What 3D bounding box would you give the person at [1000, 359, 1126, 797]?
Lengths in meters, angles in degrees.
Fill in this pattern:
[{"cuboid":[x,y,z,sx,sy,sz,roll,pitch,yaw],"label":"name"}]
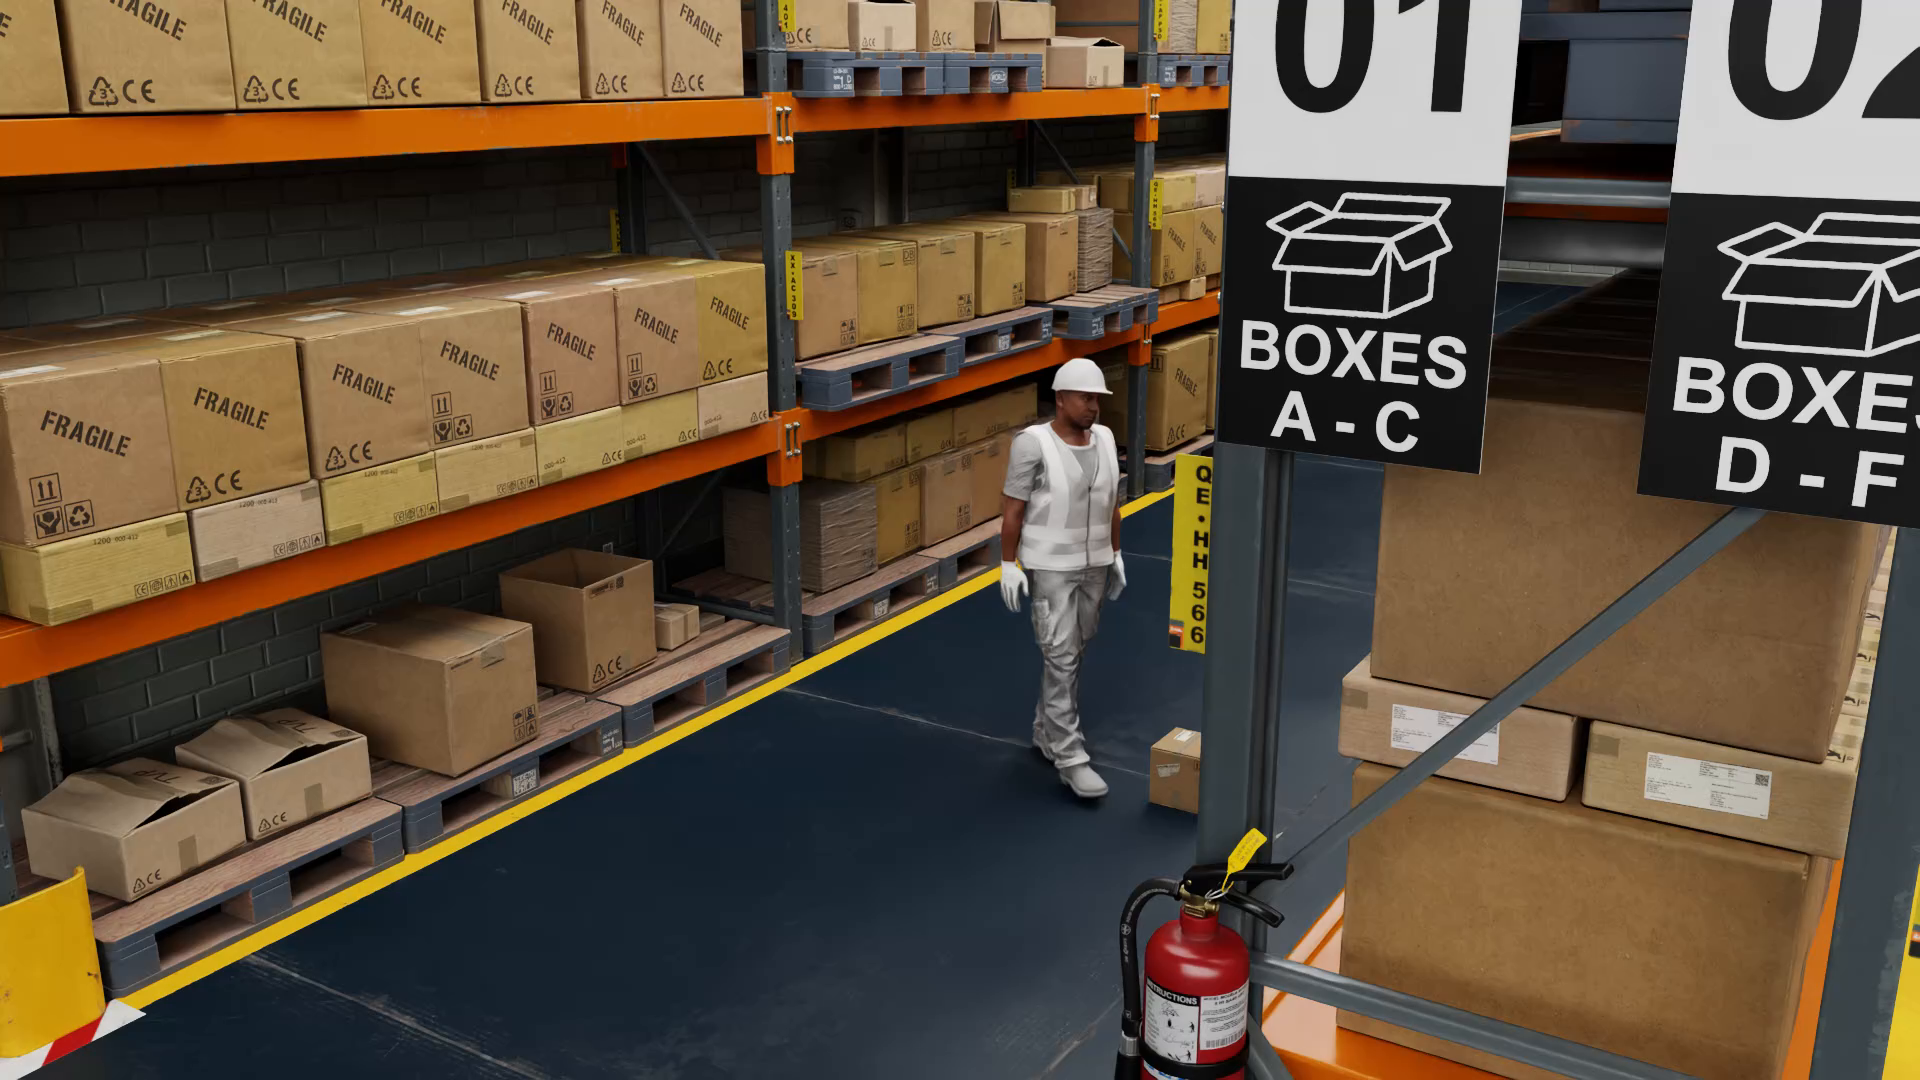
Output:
[{"cuboid":[0.529,0.141,6.972,0.591,1.768,0.713,-10,19,-31],"label":"person"}]
